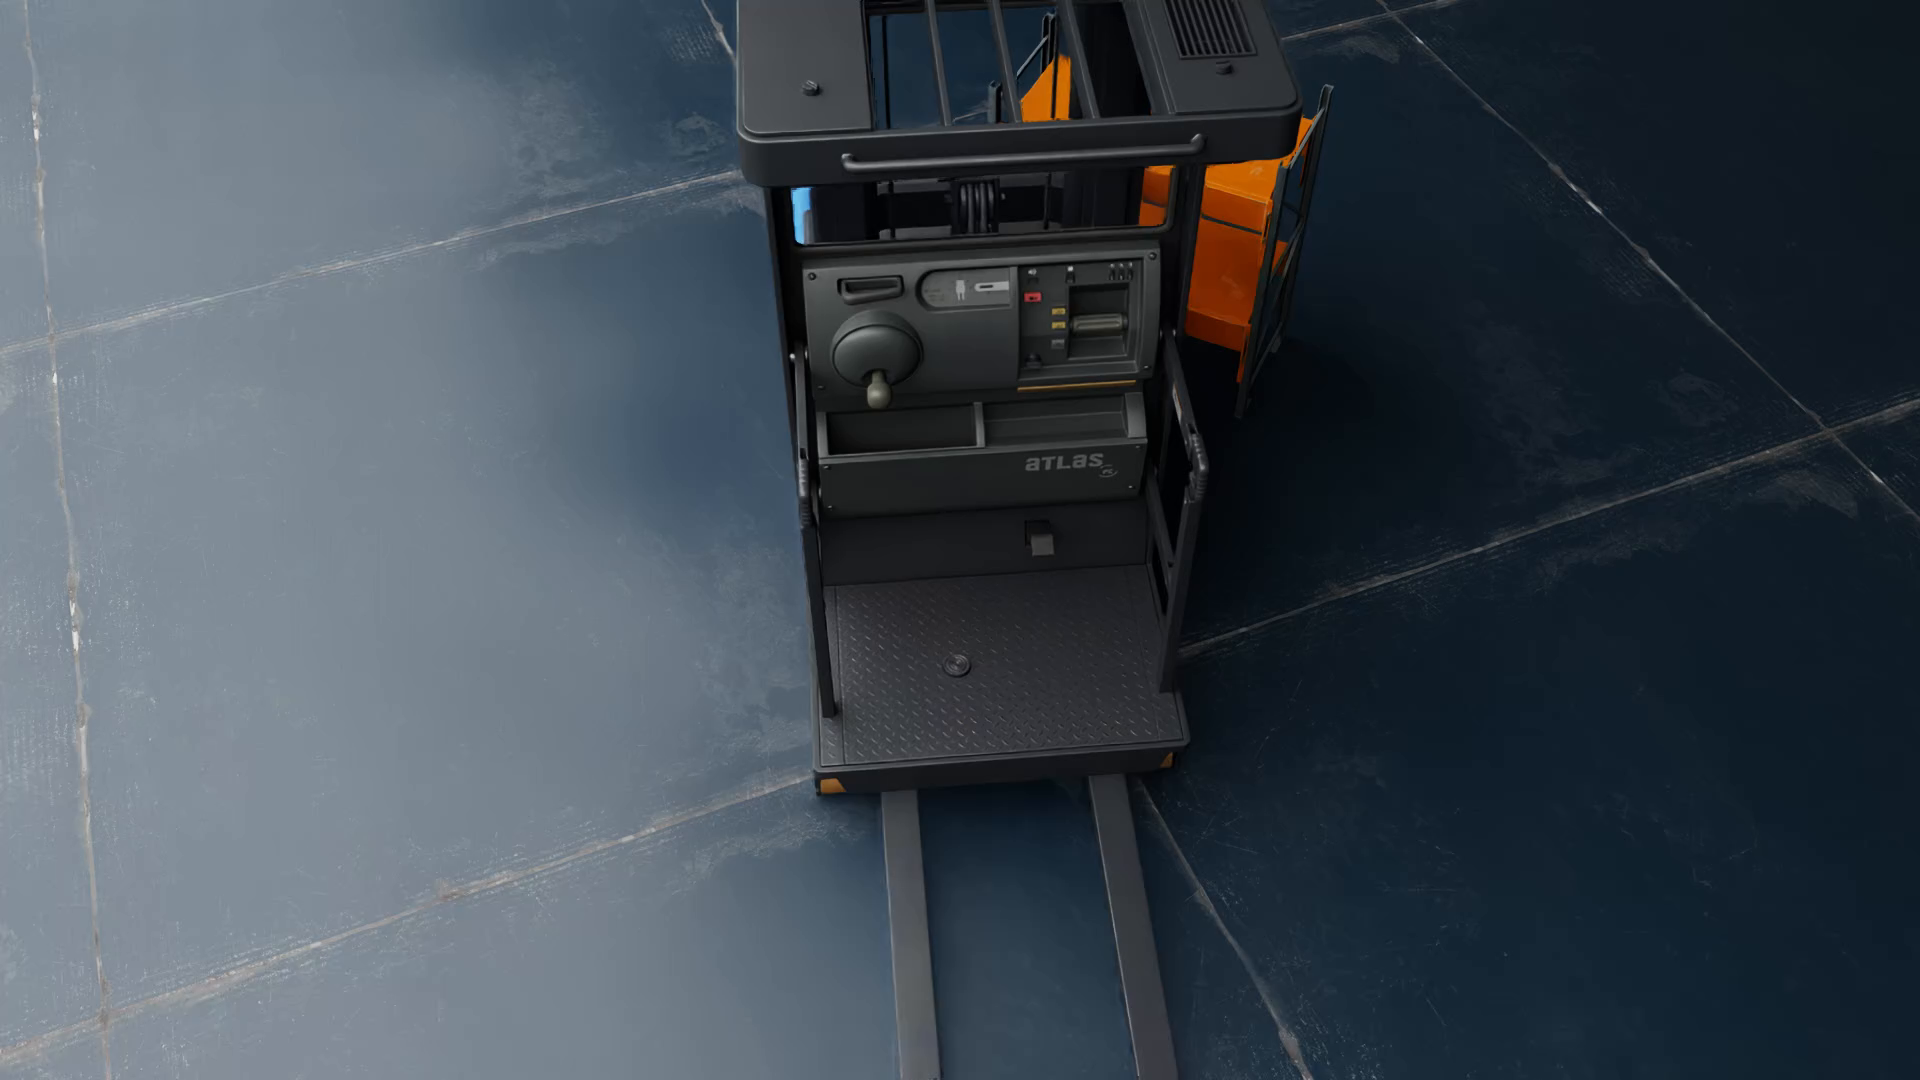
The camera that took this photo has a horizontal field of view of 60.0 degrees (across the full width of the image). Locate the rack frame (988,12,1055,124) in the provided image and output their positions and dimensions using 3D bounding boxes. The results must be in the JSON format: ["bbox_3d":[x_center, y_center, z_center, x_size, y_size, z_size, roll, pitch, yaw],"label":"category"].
[{"bbox_3d":[0.215,-1.320,6.142,0.032,1.125,0.500,20,52,16],"label":"rack frame"}]

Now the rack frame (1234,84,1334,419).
[{"bbox_3d":[1.133,-0.988,5.857,0.032,1.125,0.500,20,52,16],"label":"rack frame"}]

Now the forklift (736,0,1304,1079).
[{"bbox_3d":[0.083,-0.458,4.212,1.130,2.935,3.031,-4,49,-3],"label":"forklift"}]

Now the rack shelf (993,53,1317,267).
[{"bbox_3d":[0.674,-1.345,5.777,1.000,0.278,0.538,20,52,16],"label":"rack shelf"}]

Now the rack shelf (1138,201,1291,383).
[{"bbox_3d":[0.674,-0.995,6.185,1.000,0.278,0.538,20,52,16],"label":"rack shelf"}]

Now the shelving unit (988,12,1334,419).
[{"bbox_3d":[0.674,-1.154,5.999,1.048,1.125,0.538,20,52,16],"label":"shelving unit"}]
